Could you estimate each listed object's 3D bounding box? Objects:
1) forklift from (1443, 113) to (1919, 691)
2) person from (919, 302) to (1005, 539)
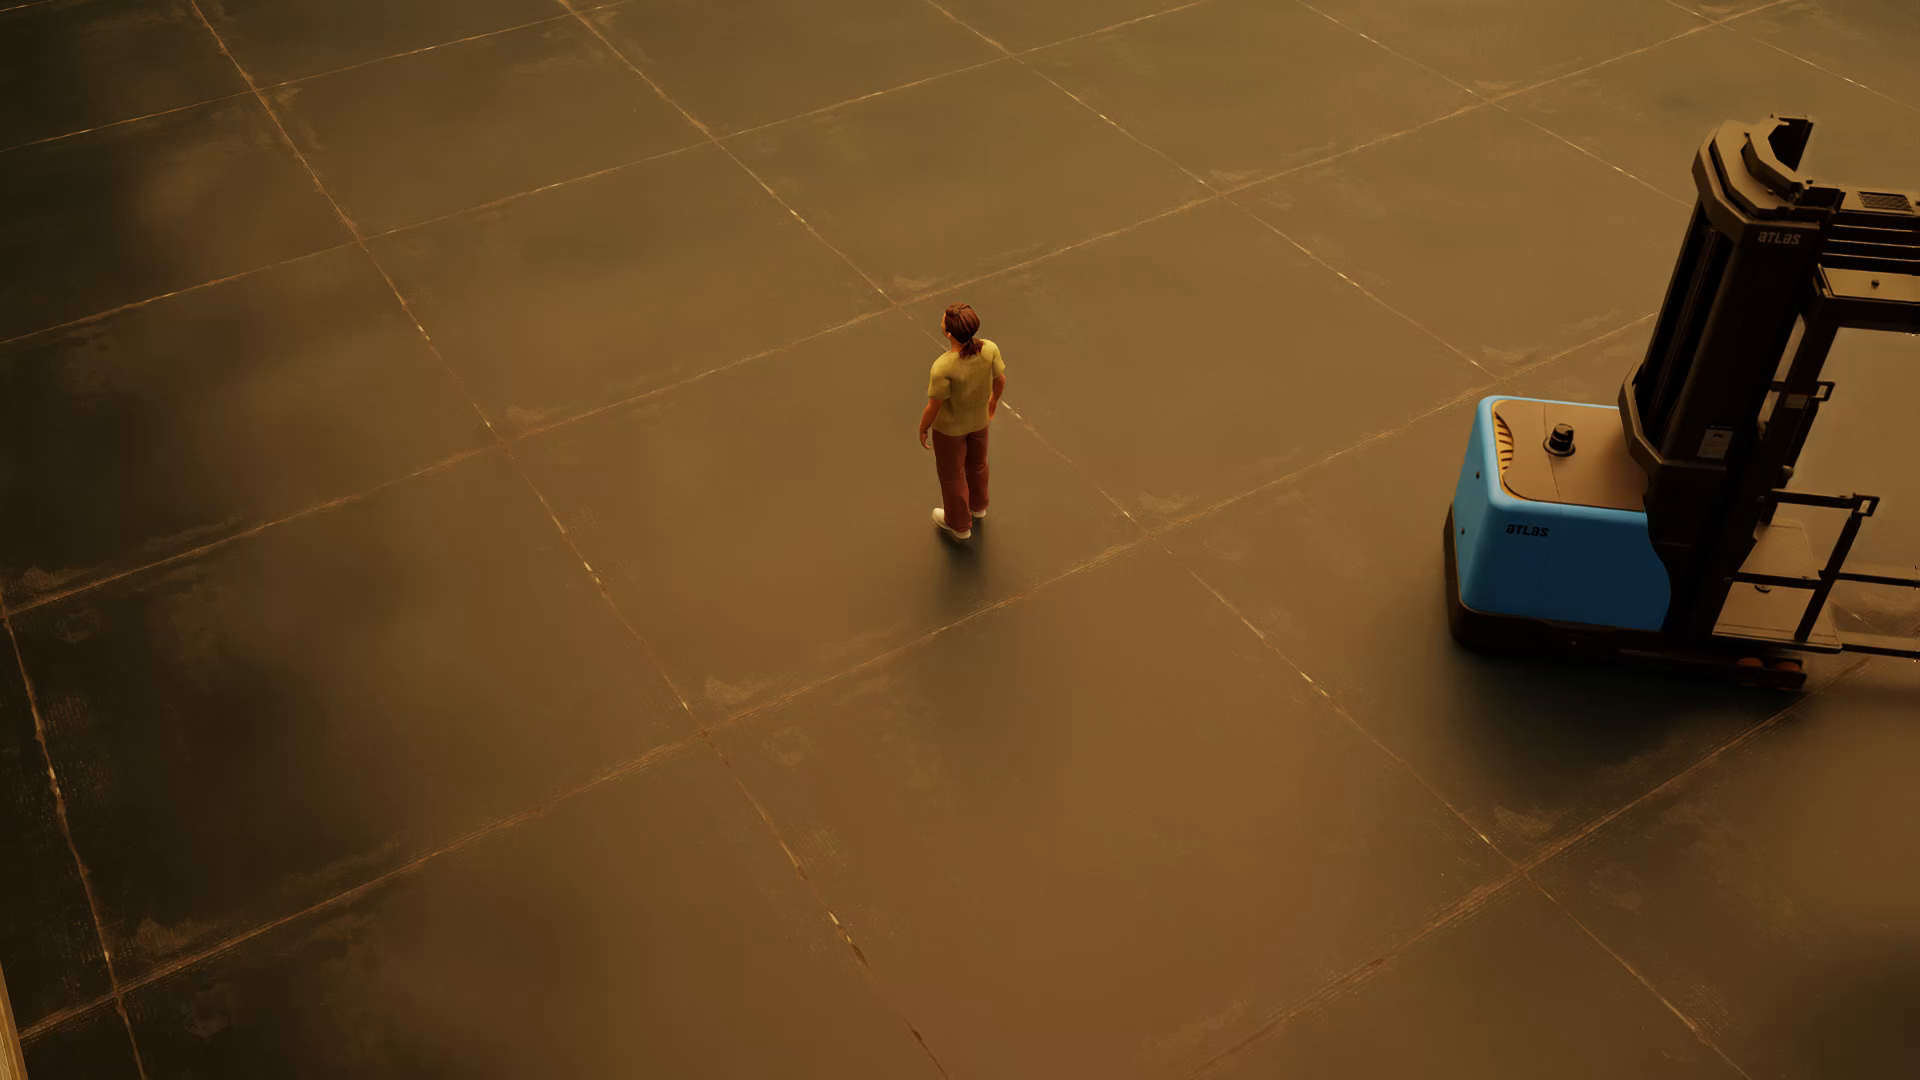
[{"bbox_3d":[4.341,-0.653,8.618,3.031,2.935,1.130,6,42,7],"label":"forklift"},{"bbox_3d":[-0.030,-0.711,9.567,0.554,1.675,0.548,-23,46,-24],"label":"person"}]
